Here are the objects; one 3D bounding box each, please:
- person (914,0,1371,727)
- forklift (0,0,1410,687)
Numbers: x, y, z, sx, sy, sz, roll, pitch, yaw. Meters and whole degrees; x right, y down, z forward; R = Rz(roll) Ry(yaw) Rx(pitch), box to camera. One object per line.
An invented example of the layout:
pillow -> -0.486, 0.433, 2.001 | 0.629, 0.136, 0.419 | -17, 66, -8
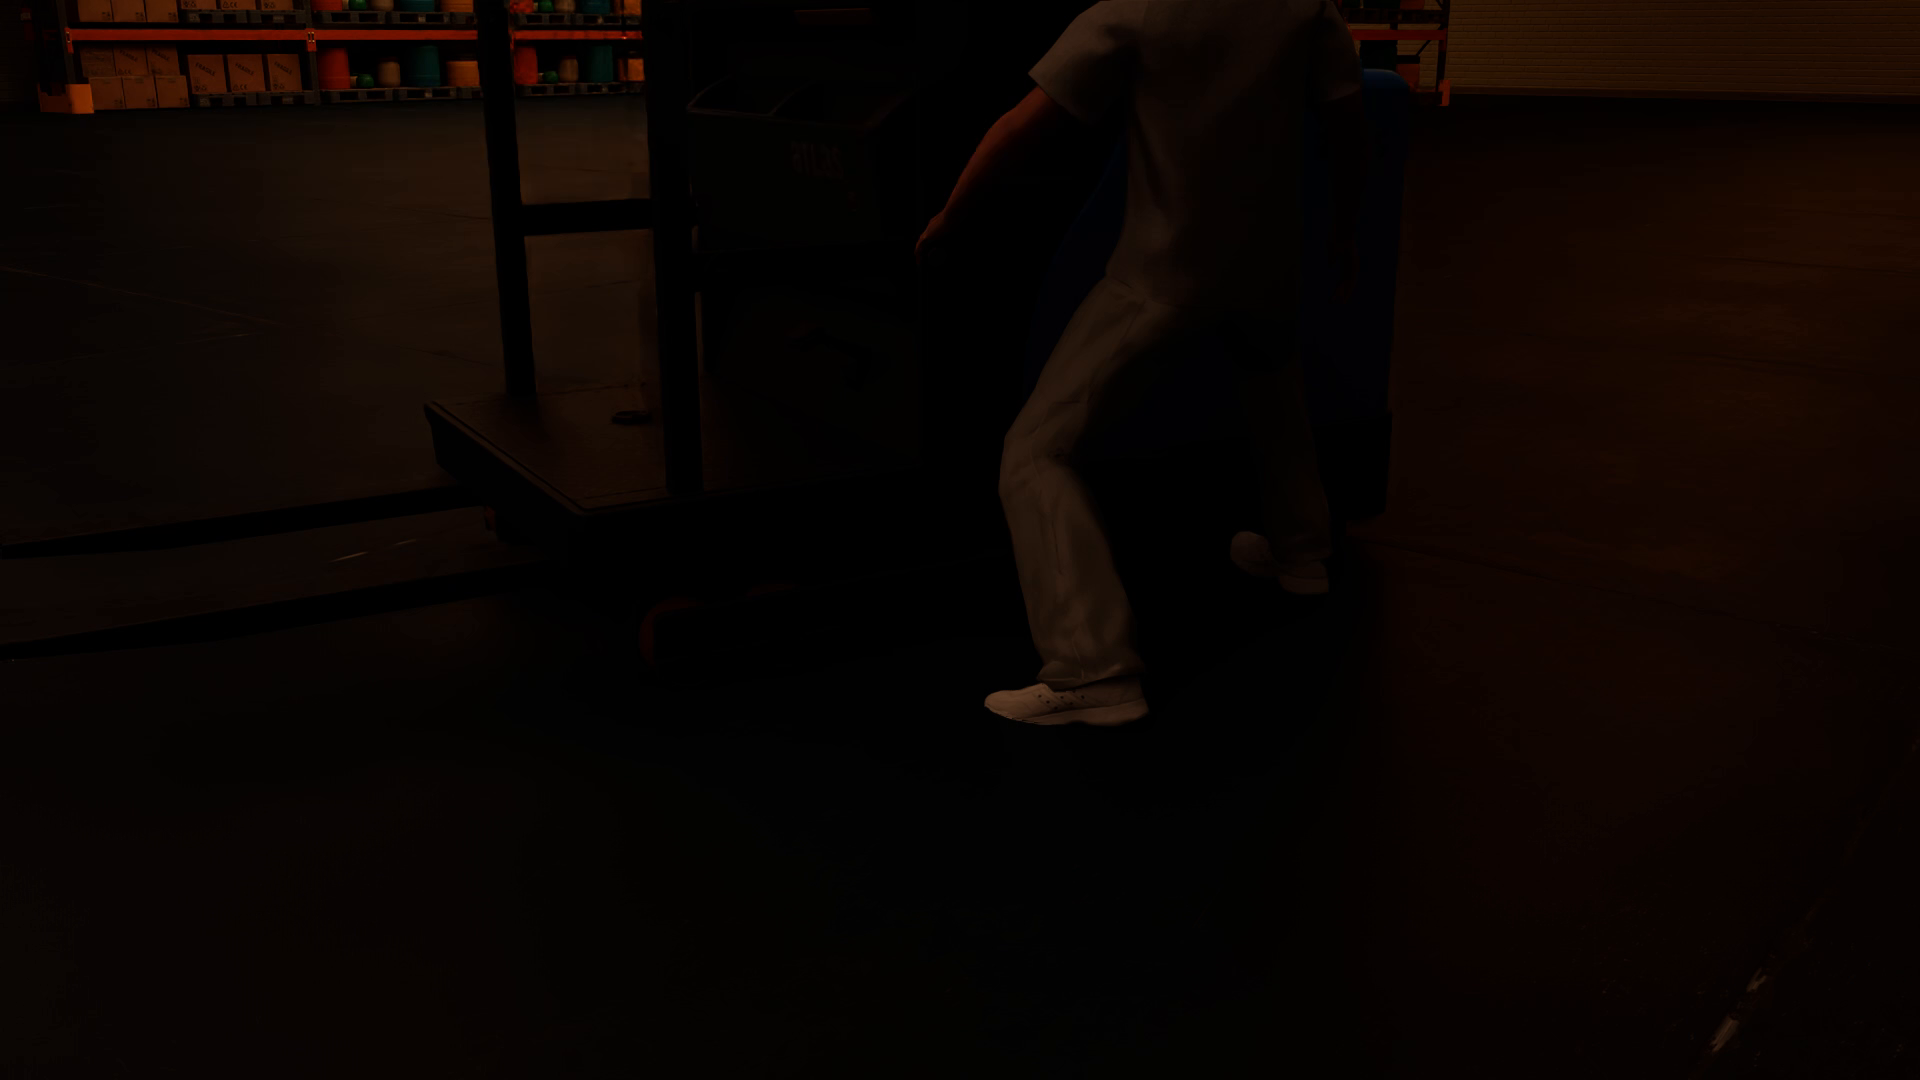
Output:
person -> 0.384, -0.494, 2.999 | 0.870, 1.552, 0.702 | -4, 17, -14
forklift -> -0.521, -1.307, 3.202 | 3.031, 2.935, 1.130 | -10, 19, -29
